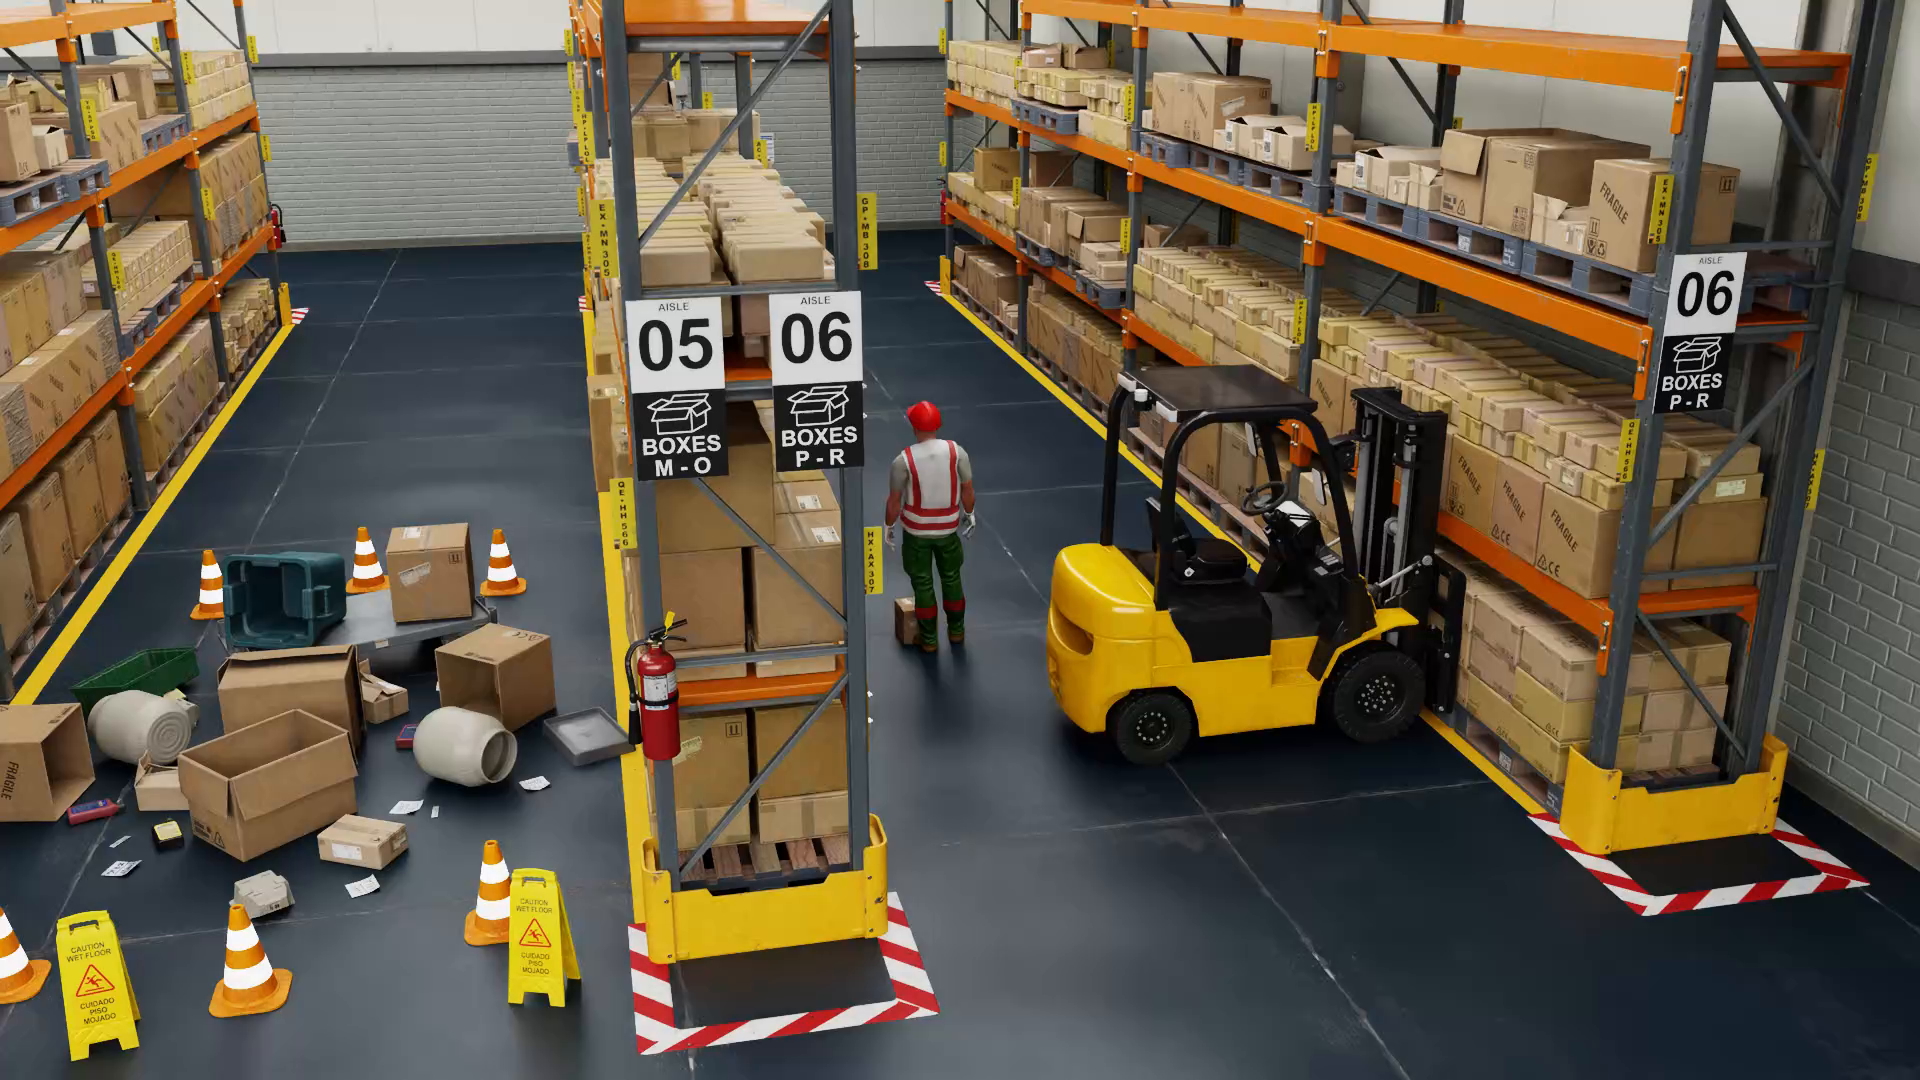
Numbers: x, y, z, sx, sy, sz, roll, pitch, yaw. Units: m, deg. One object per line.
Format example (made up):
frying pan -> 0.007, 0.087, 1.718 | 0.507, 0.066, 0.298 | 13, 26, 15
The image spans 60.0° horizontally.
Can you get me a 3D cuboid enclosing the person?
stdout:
person -> -0.216, -0.112, 11.321 | 0.637, 1.790, 0.562 | -5, 20, -14
